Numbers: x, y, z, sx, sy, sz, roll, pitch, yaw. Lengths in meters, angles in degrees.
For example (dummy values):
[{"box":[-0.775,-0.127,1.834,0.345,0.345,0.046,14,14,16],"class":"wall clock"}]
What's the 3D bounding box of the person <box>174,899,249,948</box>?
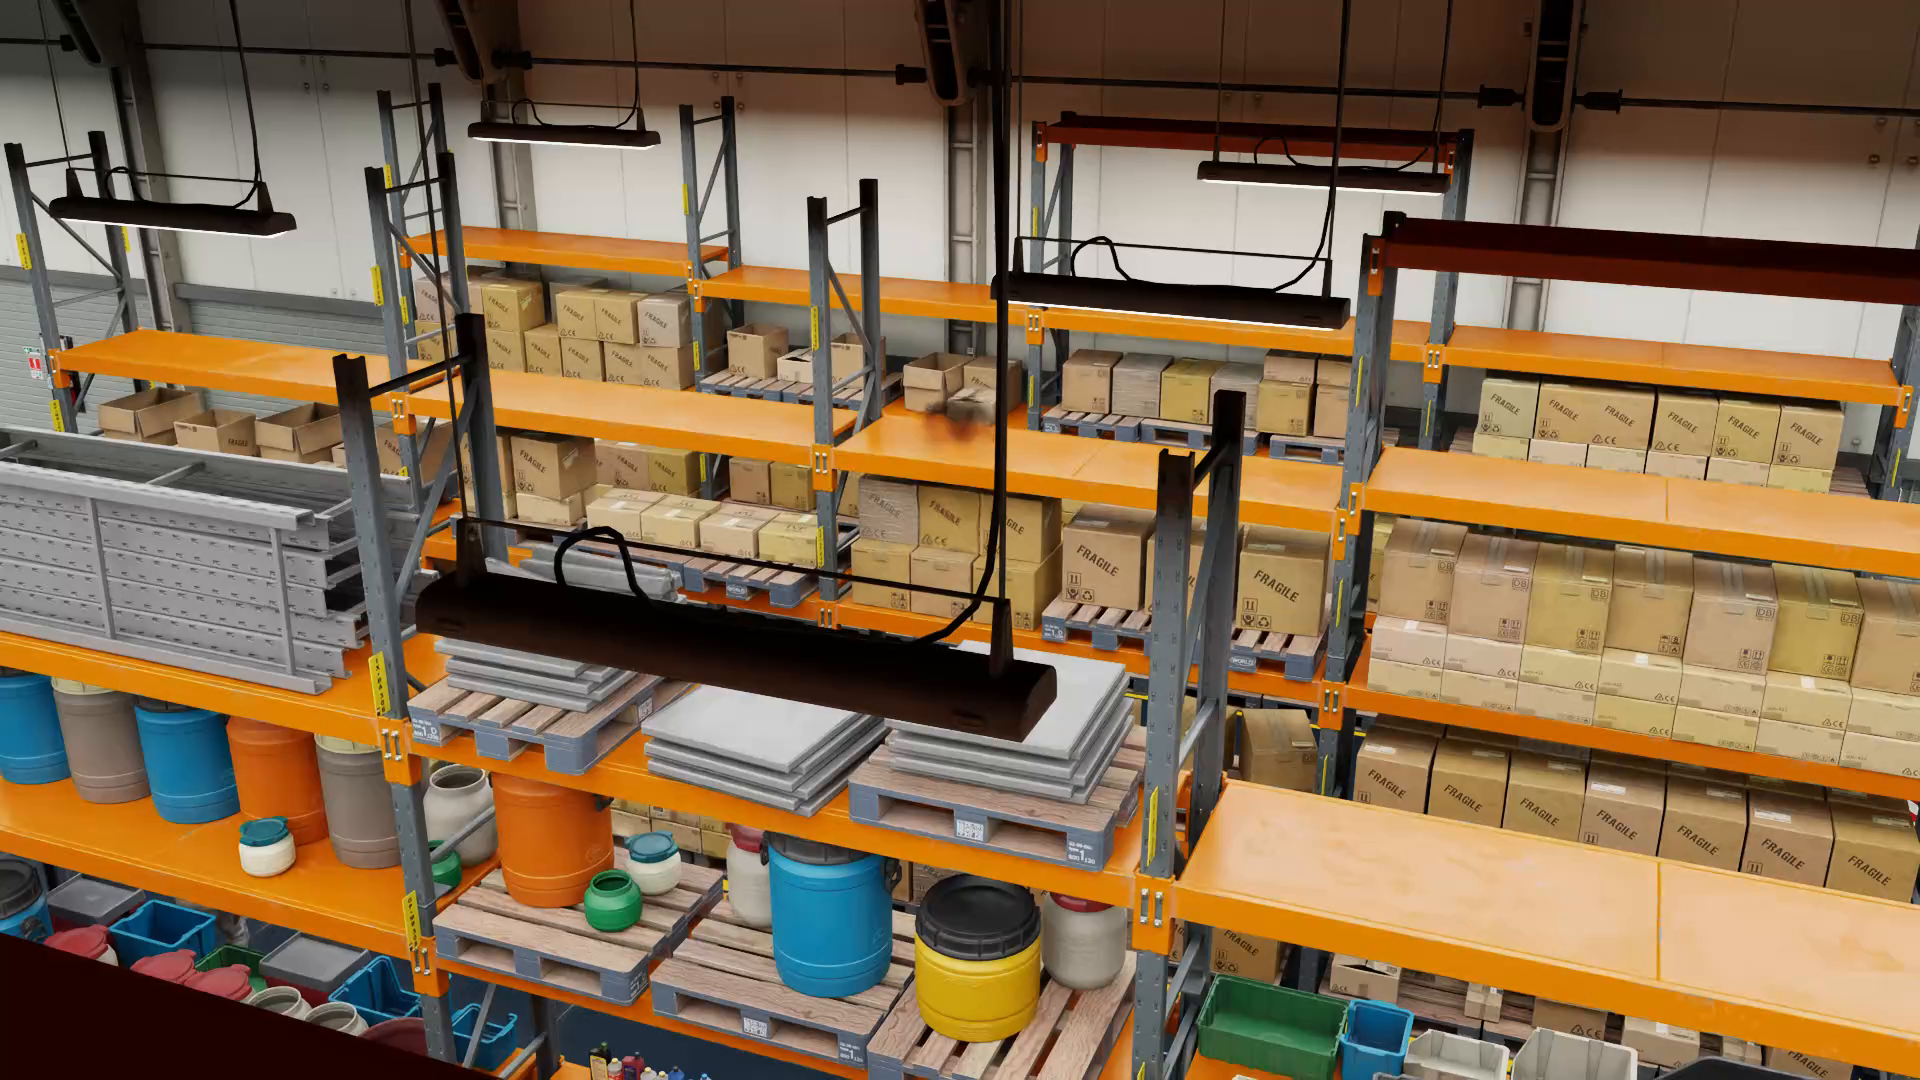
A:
[{"box":[-5.782,2.747,12.741,0.620,1.800,0.457,6,22,16],"class":"person"}]
